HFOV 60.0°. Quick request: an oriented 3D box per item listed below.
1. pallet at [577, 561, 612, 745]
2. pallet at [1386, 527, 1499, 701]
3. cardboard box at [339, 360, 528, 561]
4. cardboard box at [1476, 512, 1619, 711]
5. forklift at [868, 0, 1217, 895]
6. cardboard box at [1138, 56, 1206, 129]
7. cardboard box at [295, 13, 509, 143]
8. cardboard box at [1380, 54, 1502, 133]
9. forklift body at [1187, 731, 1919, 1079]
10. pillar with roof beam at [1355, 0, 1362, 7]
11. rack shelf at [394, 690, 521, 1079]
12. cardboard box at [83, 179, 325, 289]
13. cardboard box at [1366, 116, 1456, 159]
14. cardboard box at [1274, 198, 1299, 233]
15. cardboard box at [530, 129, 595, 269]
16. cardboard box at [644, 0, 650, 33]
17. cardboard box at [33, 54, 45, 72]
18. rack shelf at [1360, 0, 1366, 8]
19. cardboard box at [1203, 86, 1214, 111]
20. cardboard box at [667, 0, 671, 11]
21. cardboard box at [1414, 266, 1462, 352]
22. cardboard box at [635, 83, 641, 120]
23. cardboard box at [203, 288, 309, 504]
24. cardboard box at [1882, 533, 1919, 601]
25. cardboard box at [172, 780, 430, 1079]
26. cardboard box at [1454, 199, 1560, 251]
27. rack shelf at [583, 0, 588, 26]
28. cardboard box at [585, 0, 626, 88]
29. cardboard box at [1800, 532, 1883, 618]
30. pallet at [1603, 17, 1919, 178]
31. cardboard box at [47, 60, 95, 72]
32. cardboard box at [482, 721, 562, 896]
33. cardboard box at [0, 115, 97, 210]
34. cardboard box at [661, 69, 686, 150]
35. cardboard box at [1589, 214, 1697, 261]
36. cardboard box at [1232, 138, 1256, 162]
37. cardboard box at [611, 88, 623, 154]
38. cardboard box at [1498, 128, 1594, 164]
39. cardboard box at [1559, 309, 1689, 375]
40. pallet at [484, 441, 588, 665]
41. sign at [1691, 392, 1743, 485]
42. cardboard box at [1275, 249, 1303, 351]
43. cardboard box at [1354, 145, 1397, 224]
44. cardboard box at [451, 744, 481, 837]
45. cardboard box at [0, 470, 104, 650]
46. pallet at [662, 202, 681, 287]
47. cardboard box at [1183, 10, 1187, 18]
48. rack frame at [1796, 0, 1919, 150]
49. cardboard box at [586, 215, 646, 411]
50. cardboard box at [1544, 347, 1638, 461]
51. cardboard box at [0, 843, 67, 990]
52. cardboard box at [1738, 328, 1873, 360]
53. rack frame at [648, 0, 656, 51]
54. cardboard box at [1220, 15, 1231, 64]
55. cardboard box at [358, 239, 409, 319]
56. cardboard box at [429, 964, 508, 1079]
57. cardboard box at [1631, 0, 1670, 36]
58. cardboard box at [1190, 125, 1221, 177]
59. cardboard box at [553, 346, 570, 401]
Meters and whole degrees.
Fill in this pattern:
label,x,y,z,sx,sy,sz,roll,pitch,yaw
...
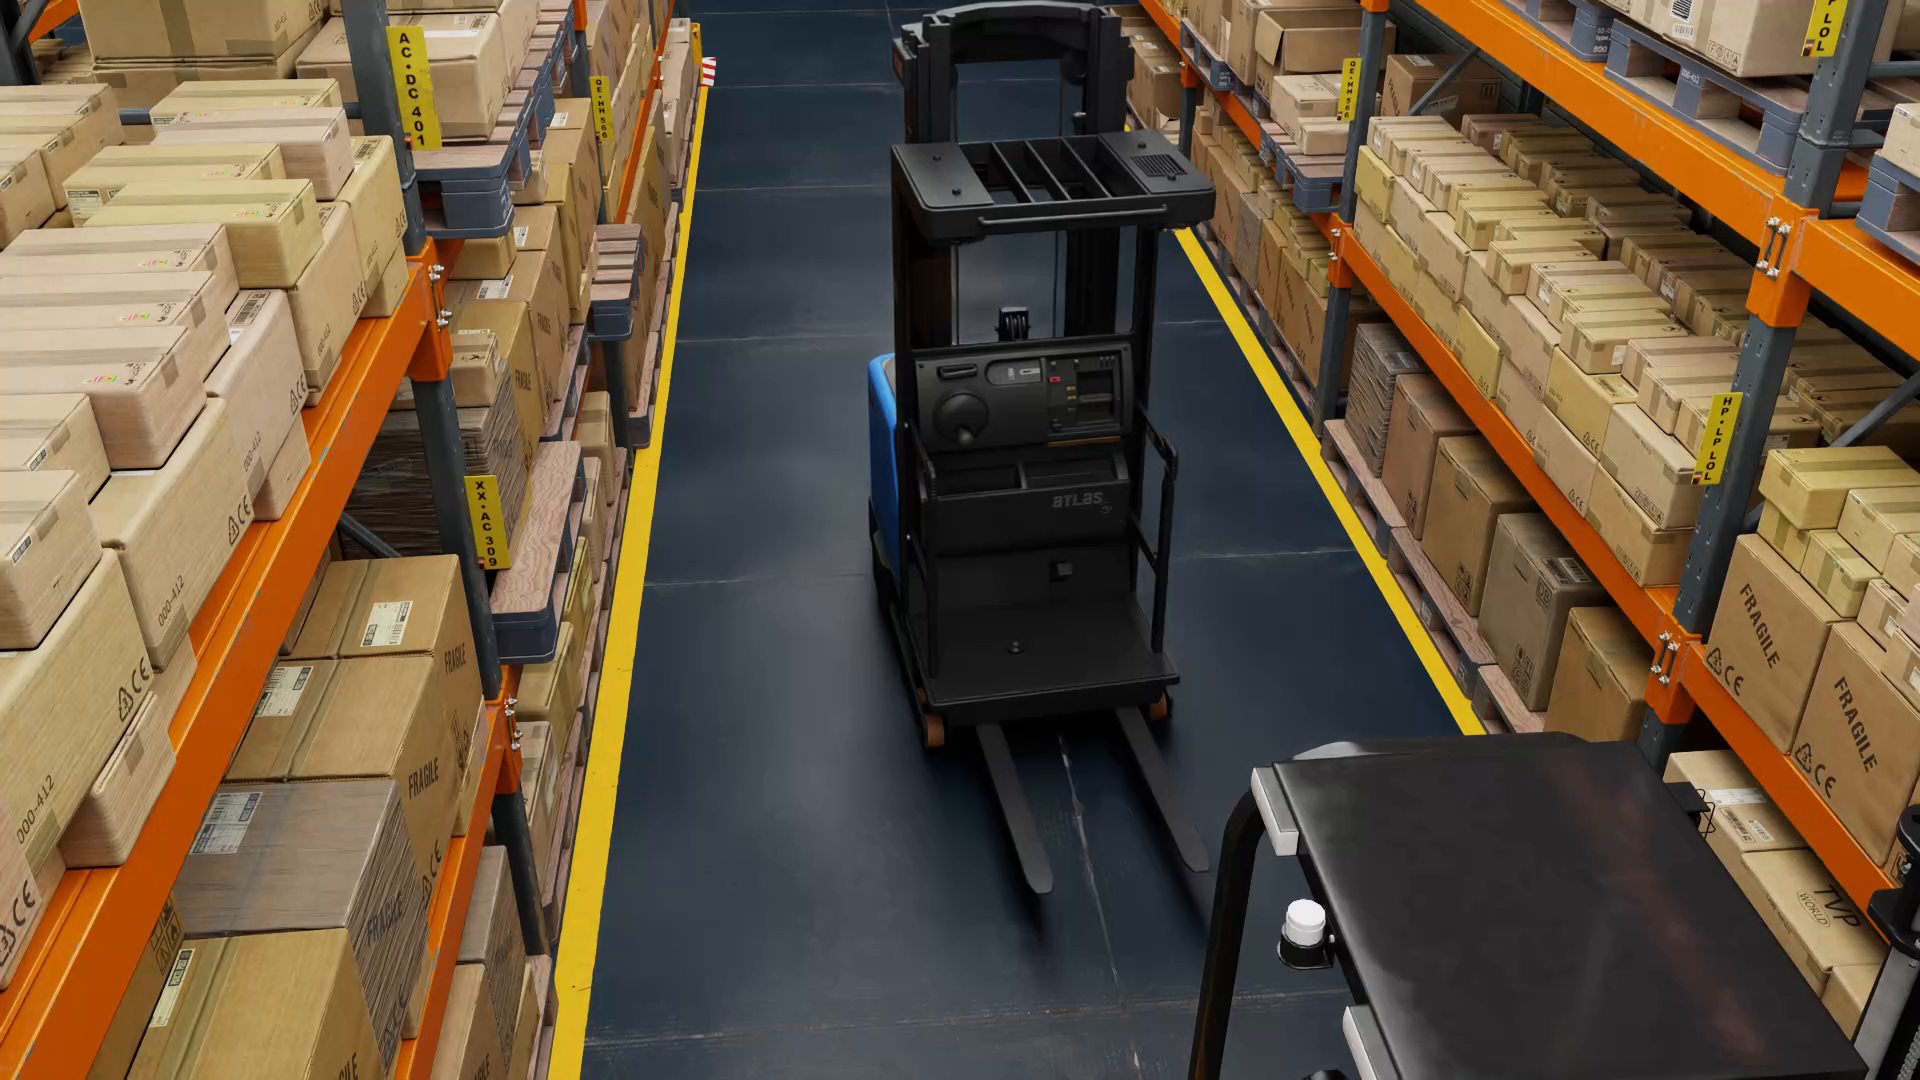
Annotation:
label,x,y,z,sx,sy,sz,roll,pitch,yaw
pallet,-2.173,0.526,7.664,1.003,0.211,1.213,-3,31,-5
pallet,2.735,0.309,8.027,1.003,0.211,1.213,-3,31,-5
cardboard box,-1.740,-0.254,5.453,0.500,0.500,0.500,-2,31,-3
cardboard box,2.835,0.287,7.250,0.875,0.625,0.625,-3,31,-5
forklift,0.319,-0.556,6.823,1.130,2.935,3.031,-6,31,-10
cardboard box,1.939,-3.838,14.279,0.700,0.500,0.500,-4,31,-6
cardboard box,-1.638,-1.371,4.932,0.500,0.250,0.500,-4,31,-6
cardboard box,2.693,-2.425,9.378,0.500,0.500,0.500,-1,31,-2
forklift body,1.340,1.636,3.913,2.313,2.155,1.214,-3,31,-5
pillar with roof beam,-1.242,-6.742,11.262,9.100,9.000,0.400,-3,31,-5
rack shelf,-1.795,1.680,3.713,1.077,0.370,4.000,-3,31,-5
cardboard box,-1.544,-0.628,3.419,0.380,0.149,0.250,-2,31,-3
cardboard box,2.322,-2.076,8.571,0.380,0.149,0.250,-2,31,-3
cardboard box,2.247,-2.096,10.729,0.380,0.149,0.250,-3,31,-5
cardboard box,-1.977,-1.561,7.641,0.500,0.500,0.500,-3,31,-5
cardboard box,-2.446,-3.671,11.629,0.500,0.250,0.500,-3,31,-5
cardboard box,-8.270,-4.146,14.556,0.380,0.149,0.250,-3,31,-5
rack shelf,2.399,-3.932,10.184,1.077,0.370,4.000,-3,31,-5
cardboard box,2.041,-3.294,12.445,0.380,0.149,0.250,-3,31,-5
cardboard box,-2.596,-4.541,13.329,0.500,0.500,0.500,-3,31,-4
cardboard box,2.481,-1.109,7.828,0.500,0.250,0.500,-4,31,-6
cardboard box,-2.362,-2.934,10.884,0.500,0.250,0.500,-4,31,-6
cardboard box,-1.591,-0.269,3.207,0.500,0.250,0.500,-3,31,-5
cardboard box,2.841,0.097,4.642,0.380,0.149,0.250,-3,31,-6
cardboard box,-1.585,0.922,3.894,0.500,0.500,0.500,-2,31,-3
cardboard box,2.453,-1.418,7.468,0.380,0.149,0.250,-2,31,-4
rack shelf,-2.543,-3.692,9.782,1.077,0.370,4.000,-3,31,-5
cardboard box,-2.247,-2.945,9.683,0.500,0.500,0.500,-2,31,-3
cardboard box,2.753,0.097,4.933,0.380,0.149,0.250,-2,31,-3
pallet,2.864,-1.545,5.673,0.805,0.209,1.217,-4,31,-7
cardboard box,-7.642,-4.049,14.394,0.380,0.149,0.250,-4,31,-7
cardboard box,-2.034,1.030,6.253,0.950,0.372,0.625,-2,31,-4
cardboard box,-2.224,-0.864,3.814,0.380,0.149,0.250,-2,31,-3
cardboard box,-2.766,-3.597,13.936,0.875,0.438,0.875,-4,31,-6
cardboard box,2.980,-1.314,7.294,0.380,0.149,0.250,-2,31,-3
cardboard box,2.158,-2.756,11.835,0.380,0.149,0.250,-3,31,-5
cardboard box,-2.205,-2.377,9.463,0.500,0.250,0.500,-2,31,-3
cardboard box,2.953,-1.968,8.390,0.380,0.149,0.250,-2,31,-3
cardboard box,2.537,-0.761,6.369,0.380,0.149,0.250,-4,31,-6
pallet,-1.909,0.035,5.953,1.003,0.211,1.213,-3,31,-5
sign,2.420,-0.322,5.311,0.100,0.325,0.005,-3,31,-5
cardboard box,2.296,-1.500,10.365,0.500,0.500,0.500,-3,31,-5
cardboard box,2.359,-1.842,8.568,0.500,0.250,0.500,-3,31,-5
cardboard box,-1.618,0.735,4.840,0.380,0.149,0.250,-2,31,-3
cardboard box,-1.451,0.030,2.318,0.380,0.149,0.250,-2,31,-3
pallet,-2.582,-2.147,12.138,1.003,0.211,1.213,-3,31,-5
cardboard box,1.931,-4.017,12.795,0.380,0.149,0.250,-2,31,-4
rack frame,2.960,-2.465,4.101,1.000,3.000,0.127,-3,31,-5
cardboard box,-2.338,-1.317,9.692,0.875,0.875,0.875,-3,31,-5
cardboard box,2.604,-0.540,6.388,0.500,0.250,0.500,-4,31,-6
cardboard box,-1.497,0.500,2.307,0.380,0.149,0.250,-4,31,-6
cardboard box,3.145,-0.668,6.213,0.380,0.149,0.250,-3,31,-5
rack frame,-2.730,-3.734,12.076,1.000,3.000,0.127,-3,31,-5
cardboard box,1.960,-3.369,11.186,0.396,0.266,0.258,-1,31,-2
cardboard box,-1.648,-0.683,4.288,0.380,0.149,0.250,-3,31,-4
cardboard box,-1.610,1.577,4.725,0.500,0.500,0.500,-2,31,-4
cardboard box,2.554,-1.839,5.717,0.380,0.149,0.250,-3,31,-5
cardboard box,2.033,-2.823,12.580,0.500,0.500,0.500,-1,31,-2
cardboard box,-1.813,-0.686,6.809,0.380,0.149,0.250,-2,31,-3
